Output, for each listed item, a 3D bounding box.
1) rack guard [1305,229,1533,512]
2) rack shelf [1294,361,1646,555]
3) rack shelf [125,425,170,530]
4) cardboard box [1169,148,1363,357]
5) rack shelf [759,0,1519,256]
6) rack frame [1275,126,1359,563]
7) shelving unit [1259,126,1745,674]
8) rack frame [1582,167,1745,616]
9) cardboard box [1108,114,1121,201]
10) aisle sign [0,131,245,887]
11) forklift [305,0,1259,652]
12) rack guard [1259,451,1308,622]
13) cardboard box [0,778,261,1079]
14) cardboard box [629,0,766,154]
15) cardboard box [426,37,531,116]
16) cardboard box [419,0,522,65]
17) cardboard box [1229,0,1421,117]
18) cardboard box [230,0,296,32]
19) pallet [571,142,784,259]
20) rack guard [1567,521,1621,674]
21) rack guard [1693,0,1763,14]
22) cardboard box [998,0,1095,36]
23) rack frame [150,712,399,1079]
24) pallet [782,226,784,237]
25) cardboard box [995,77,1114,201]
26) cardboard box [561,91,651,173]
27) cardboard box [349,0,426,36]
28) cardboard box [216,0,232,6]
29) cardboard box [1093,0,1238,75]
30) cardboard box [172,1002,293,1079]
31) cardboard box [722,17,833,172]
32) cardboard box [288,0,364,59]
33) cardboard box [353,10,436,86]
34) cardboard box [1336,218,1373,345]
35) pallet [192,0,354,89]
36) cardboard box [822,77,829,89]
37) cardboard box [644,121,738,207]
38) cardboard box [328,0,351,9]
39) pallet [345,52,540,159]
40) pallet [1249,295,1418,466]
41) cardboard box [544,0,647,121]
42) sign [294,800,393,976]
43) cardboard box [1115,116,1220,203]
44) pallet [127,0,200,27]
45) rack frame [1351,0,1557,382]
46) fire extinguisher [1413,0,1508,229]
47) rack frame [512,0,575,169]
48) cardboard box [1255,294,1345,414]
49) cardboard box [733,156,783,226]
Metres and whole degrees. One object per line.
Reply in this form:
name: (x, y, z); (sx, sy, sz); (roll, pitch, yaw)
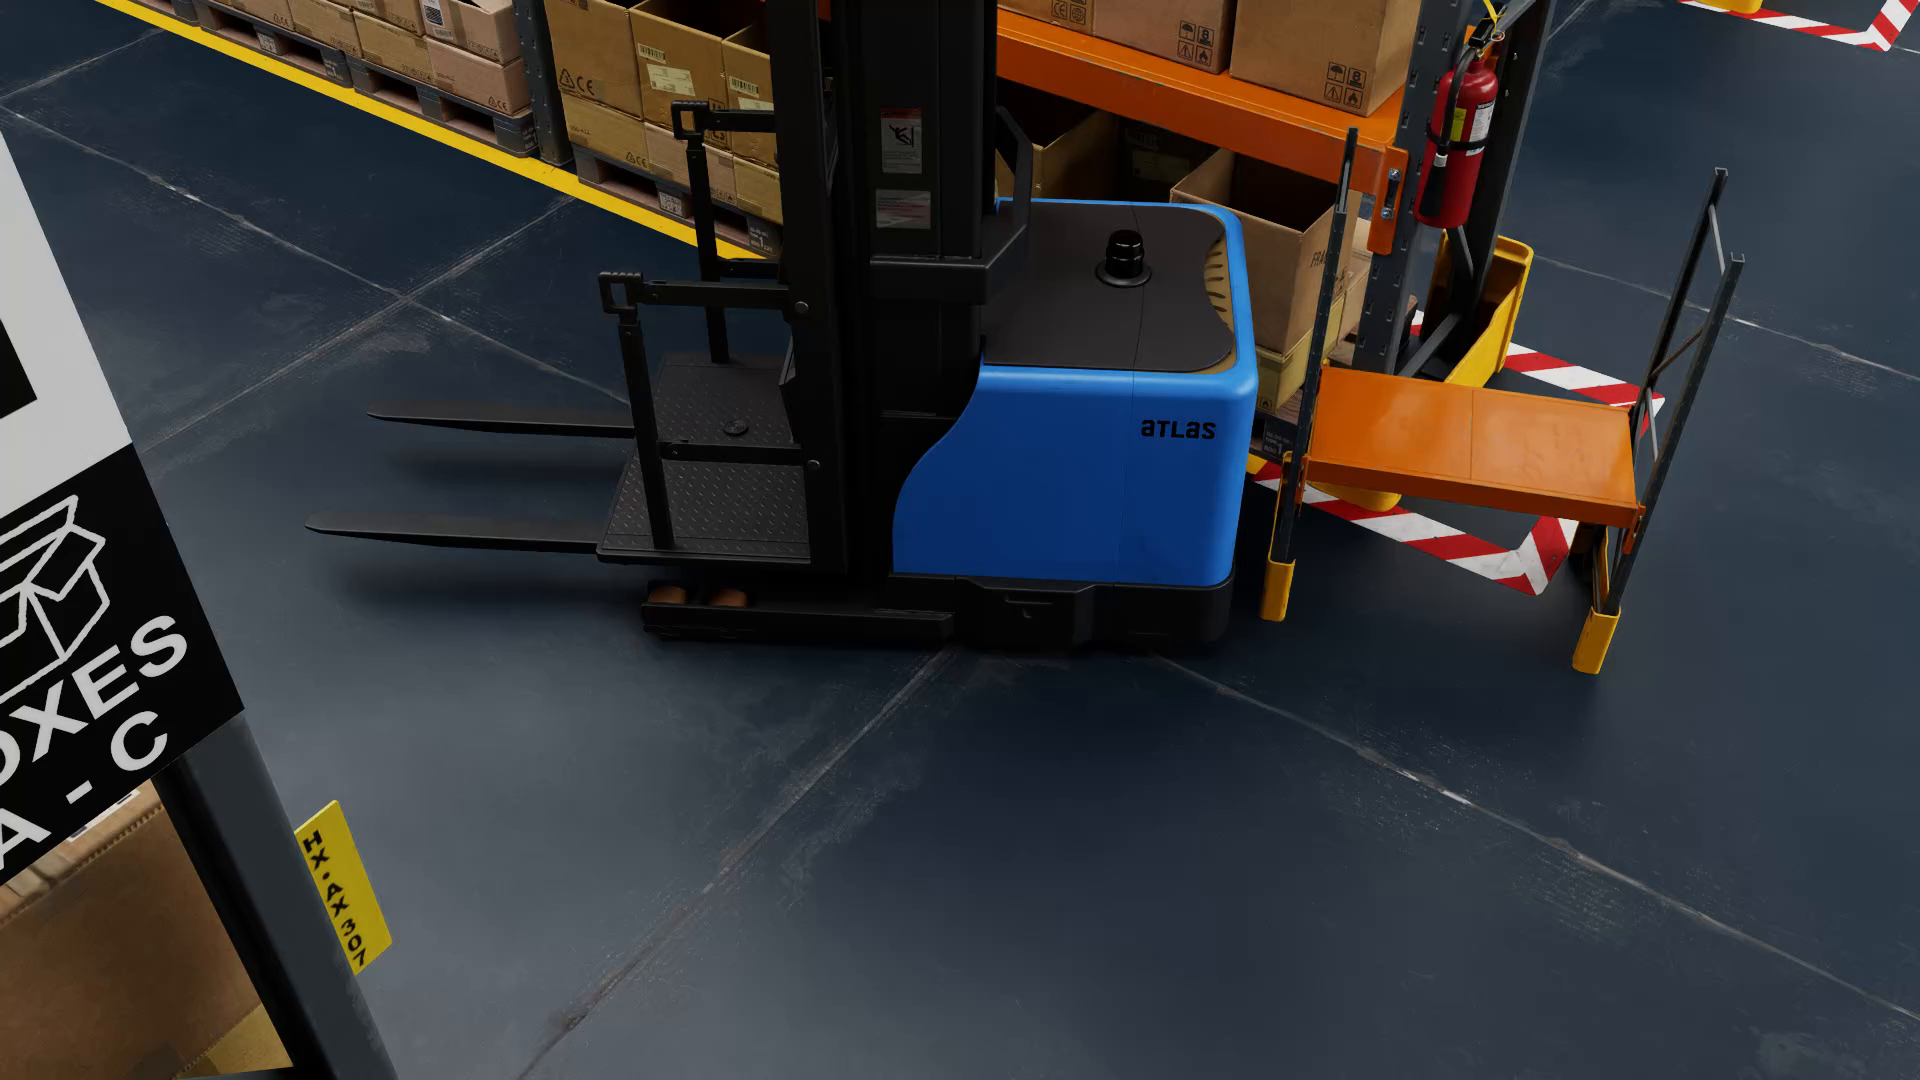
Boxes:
rack guard: (1.688, -0.651, 6.103); (0.348, 0.500, 1.175); (25, 48, 25)
rack shelf: (1.582, -0.270, 5.197); (1.000, 0.185, 0.538); (9, 43, 10)
rack shelf: (-2.810, -0.502, 2.351); (4.000, 0.370, 1.077); (25, 48, 25)
cardboard box: (1.059, -1.046, 5.854); (0.500, 0.500, 0.500); (25, 48, 25)
rack shelf: (0.031, -2.090, 6.375); (4.000, 0.370, 1.077); (25, 48, 25)
rack frame: (1.089, -0.485, 5.167); (0.032, 1.500, 0.500); (9, 43, 10)
shelving unit: (1.573, -0.406, 5.079); (1.083, 1.500, 0.587); (9, 43, 10)
rack frame: (2.076, -0.324, 4.987); (0.032, 1.500, 0.500); (9, 43, 10)
cardboard box: (0.530, -1.705, 6.591); (0.500, 0.500, 0.500); (25, 48, 25)
aisle sign: (-0.941, 0.009, 1.541); (0.004, 0.787, 0.394); (25, 48, 25)
forklift: (-0.623, -1.122, 4.805); (3.031, 2.935, 1.130); (3, 42, 3)
rack guard: (1.090, -0.019, 5.584); (0.087, 0.250, 0.587); (9, 43, 10)
cardboard box: (-1.391, 0.536, 2.437); (0.500, 0.500, 0.500); (25, 48, 25)
cardboard box: (-0.992, -1.999, 6.920); (0.500, 0.500, 0.500); (25, 48, 25)
cardboard box: (-2.112, -2.256, 7.769); (0.500, 0.250, 0.500); (25, 47, 25)
cardboard box: (-2.102, -2.463, 7.580); (0.500, 0.311, 0.500); (25, 48, 25)
cardboard box: (1.294, -1.815, 5.454); (0.500, 0.500, 0.700); (25, 48, 25)
cardboard box: (-3.360, -2.842, 8.424); (0.500, 0.250, 0.500); (26, 48, 26)
pallet: (-0.979, -1.757, 7.555); (1.213, 0.211, 1.003); (25, 48, 25)
rack guard: (2.057, 0.139, 5.407); (0.087, 0.250, 0.587); (9, 43, 10)
rack guard: (4.427, -3.367, 9.138); (0.348, 0.500, 1.175); (25, 48, 25)
cardboard box: (0.458, -2.207, 5.892); (0.500, 0.500, 0.700); (25, 48, 26)
rack frame: (-1.173, 1.114, 2.256); (0.127, 3.000, 1.000); (25, 48, 25)
pallet: (0.024, -1.290, 7.034); (1.213, 0.211, 1.003); (25, 48, 25)
cardboard box: (0.232, -1.421, 6.273); (0.500, 0.500, 0.500); (25, 48, 25)
cardboard box: (-1.401, -1.912, 7.385); (0.500, 0.250, 0.500); (25, 48, 25)
cardboard box: (-2.532, -2.659, 7.798); (0.500, 0.311, 0.500); (26, 48, 26)
cardboard box: (-3.780, -3.038, 8.643); (0.500, 0.250, 0.500); (24, 47, 24)
cardboard box: (0.861, -2.014, 5.676); (0.500, 0.500, 0.700); (26, 48, 26)
cardboard box: (-1.390, 0.802, 2.702); (0.500, 0.250, 0.500); (24, 47, 24)
cardboard box: (-0.587, -1.804, 6.701); (0.500, 0.500, 0.500); (25, 48, 25)
cardboard box: (-2.944, -2.646, 8.205); (0.500, 0.250, 0.500); (26, 48, 26)
cardboard box: (-2.525, -2.451, 7.986); (0.500, 0.250, 0.500); (24, 47, 25)
cardboard box: (1.357, -1.051, 6.422); (0.500, 0.250, 0.500); (25, 48, 25)
pallet: (-3.235, -2.812, 8.734); (1.213, 0.211, 1.003); (25, 48, 25)
cardboard box: (-0.177, -1.613, 6.488); (0.500, 0.500, 0.500); (25, 48, 25)
cardboard box: (-0.994, -1.718, 7.168); (0.500, 0.250, 0.500); (25, 48, 25)
cardboard box: (-2.939, -2.851, 8.013); (0.500, 0.311, 0.500); (25, 47, 25)
pallet: (-2.232, -2.345, 8.213); (1.213, 0.211, 1.003); (25, 48, 25)
pallet: (1.019, -0.823, 6.511); (1.213, 0.211, 1.003); (25, 48, 25)
cardboard box: (-1.406, -2.186, 7.129); (0.500, 0.500, 0.500); (25, 48, 25)
sign: (-0.861, 0.495, 2.298); (0.005, 0.325, 0.100); (25, 48, 25)
cardboard box: (0.947, -1.521, 6.385); (0.500, 0.500, 0.500); (25, 48, 25)
pallet: (-4.229, -3.279, 9.257); (1.213, 0.211, 1.003); (25, 48, 25)
rack frame: (1.669, -1.592, 5.280); (0.127, 3.000, 1.000); (25, 48, 25)
fire extinguisher: (1.499, -1.264, 4.972); (0.183, 0.674, 0.296); (25, 48, 25)
rack frame: (-1.606, -3.124, 6.991); (0.127, 3.000, 1.000); (25, 48, 25)
cardboard box: (1.060, -0.768, 6.106); (0.500, 0.250, 0.500); (25, 48, 25)
cardboard box: (-0.588, -1.524, 6.951); (0.500, 0.250, 0.500); (25, 48, 25)
